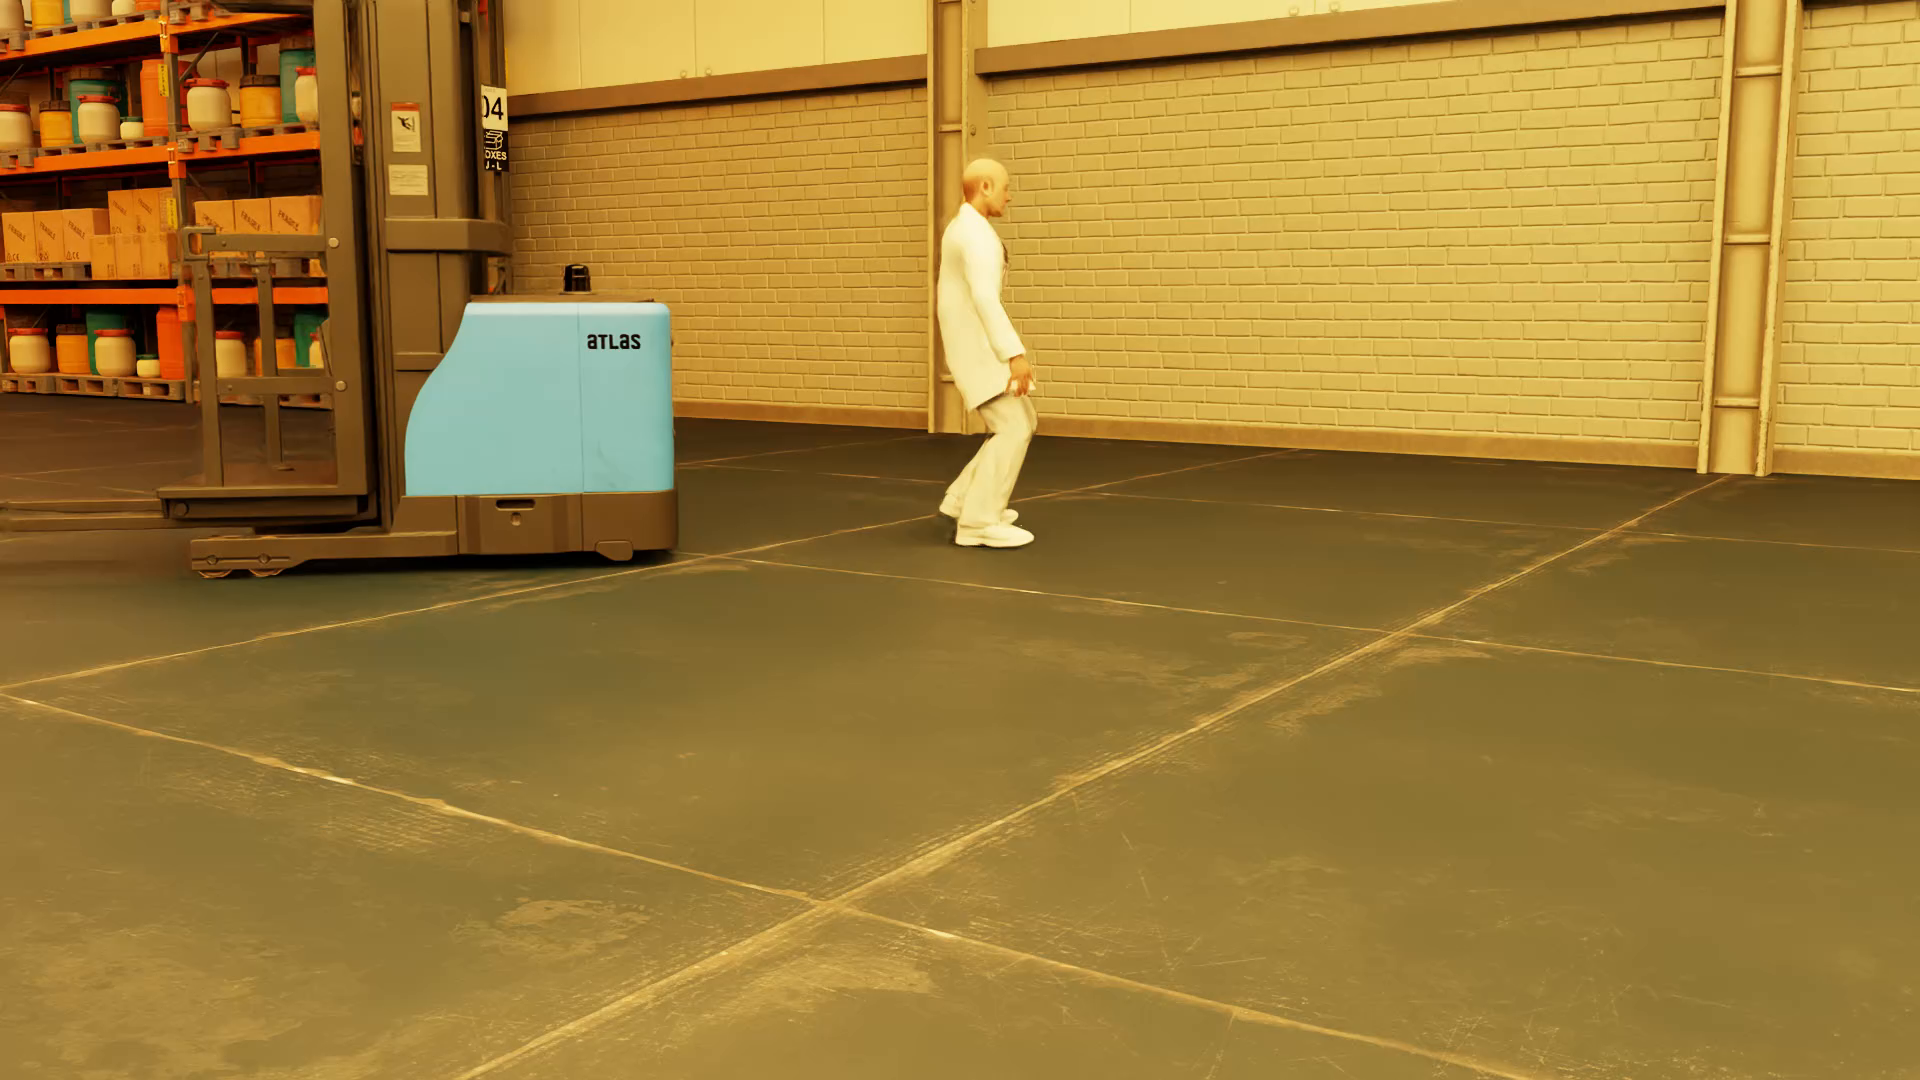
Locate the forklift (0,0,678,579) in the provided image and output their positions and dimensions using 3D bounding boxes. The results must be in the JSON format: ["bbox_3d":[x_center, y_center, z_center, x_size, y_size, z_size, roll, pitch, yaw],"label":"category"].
[{"bbox_3d":[-2.738,-1.379,6.889,3.031,2.935,1.130,-1,8,-9],"label":"forklift"}]

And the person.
[{"bbox_3d":[0.137,-0.849,7.504,0.464,1.708,0.777,0,8,-3],"label":"person"}]
